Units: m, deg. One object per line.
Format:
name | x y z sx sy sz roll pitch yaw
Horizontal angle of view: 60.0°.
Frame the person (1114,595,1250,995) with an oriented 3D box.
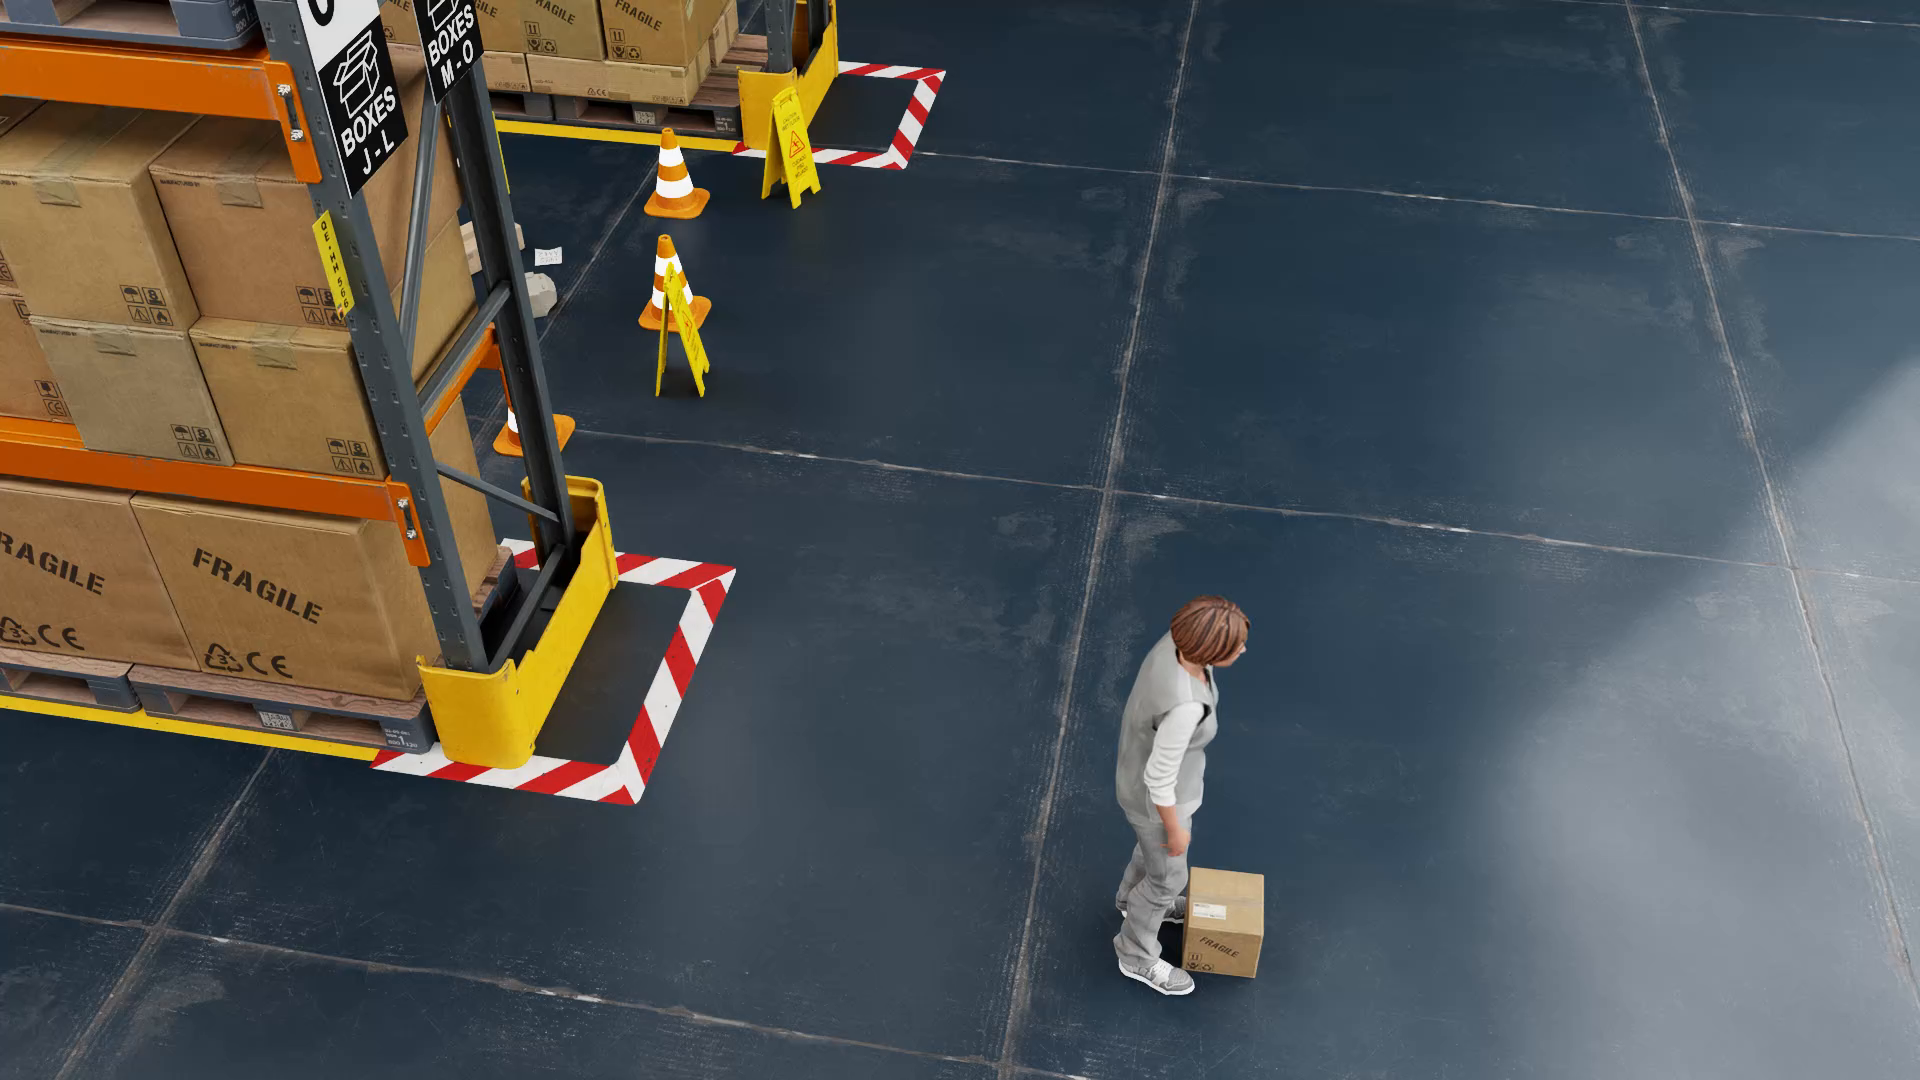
person | 0.664 0.782 5.270 0.344 1.593 0.462 7 42 8
